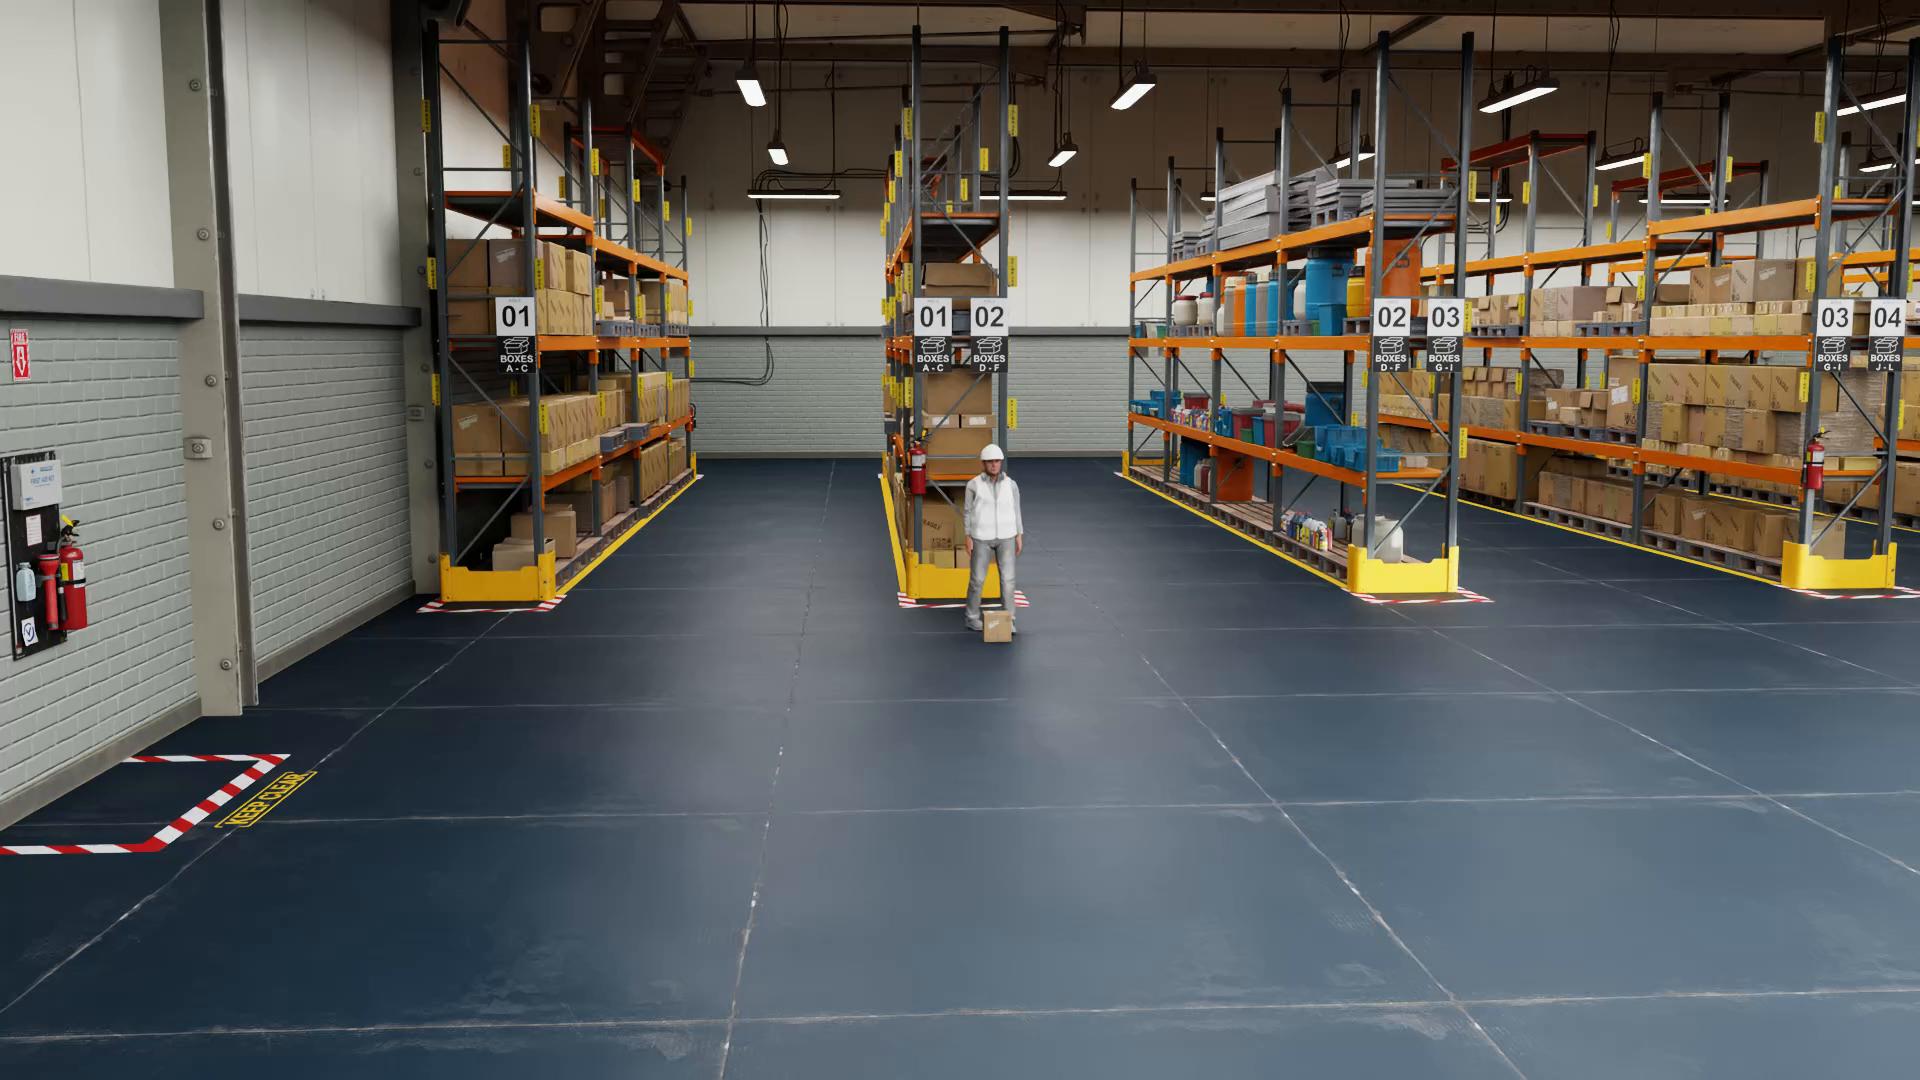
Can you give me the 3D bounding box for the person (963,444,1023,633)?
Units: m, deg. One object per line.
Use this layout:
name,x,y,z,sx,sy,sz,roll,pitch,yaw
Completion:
person,0.331,-0.010,15.720,0.566,1.784,0.563,-1,7,-10
